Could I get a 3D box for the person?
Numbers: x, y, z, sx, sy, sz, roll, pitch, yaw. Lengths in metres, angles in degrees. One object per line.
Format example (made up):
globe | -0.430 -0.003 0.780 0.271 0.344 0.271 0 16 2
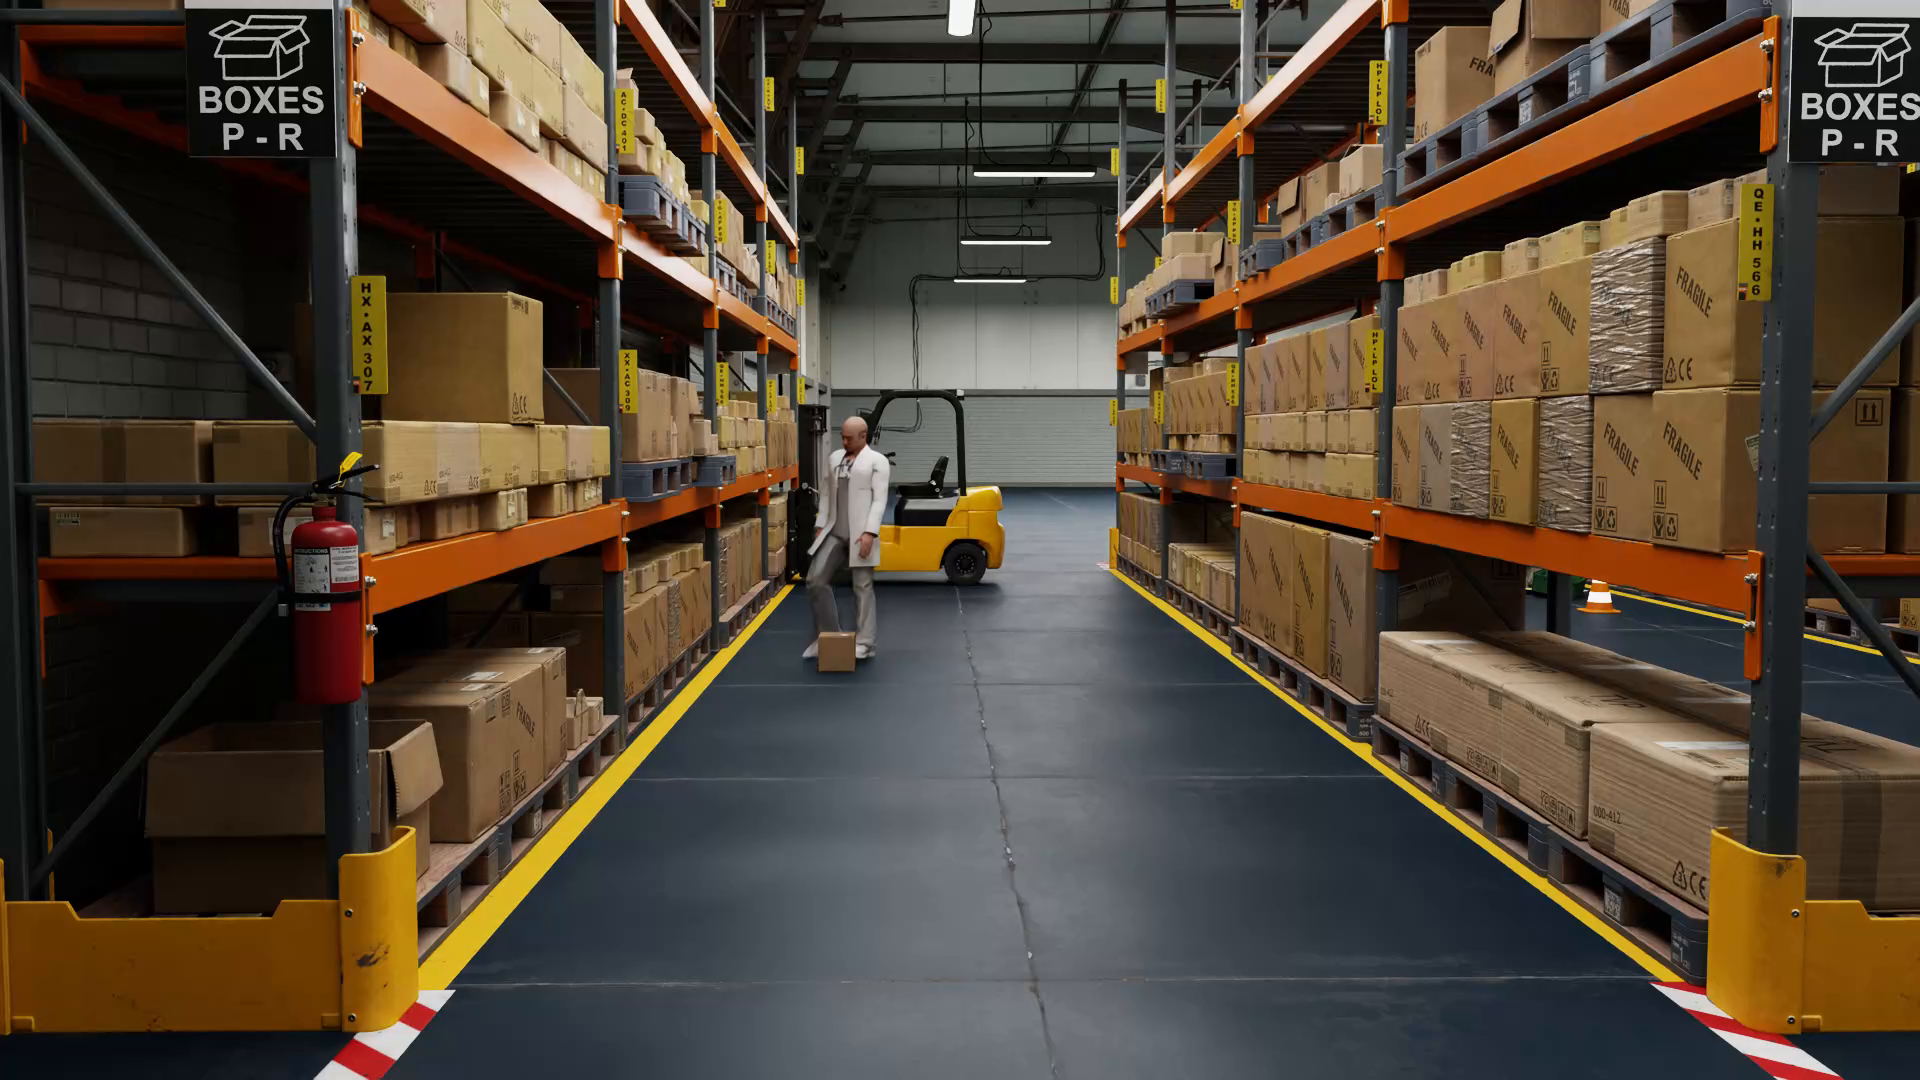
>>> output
person | -0.857 -0.002 12.259 0.684 1.815 0.414 2 4 29
